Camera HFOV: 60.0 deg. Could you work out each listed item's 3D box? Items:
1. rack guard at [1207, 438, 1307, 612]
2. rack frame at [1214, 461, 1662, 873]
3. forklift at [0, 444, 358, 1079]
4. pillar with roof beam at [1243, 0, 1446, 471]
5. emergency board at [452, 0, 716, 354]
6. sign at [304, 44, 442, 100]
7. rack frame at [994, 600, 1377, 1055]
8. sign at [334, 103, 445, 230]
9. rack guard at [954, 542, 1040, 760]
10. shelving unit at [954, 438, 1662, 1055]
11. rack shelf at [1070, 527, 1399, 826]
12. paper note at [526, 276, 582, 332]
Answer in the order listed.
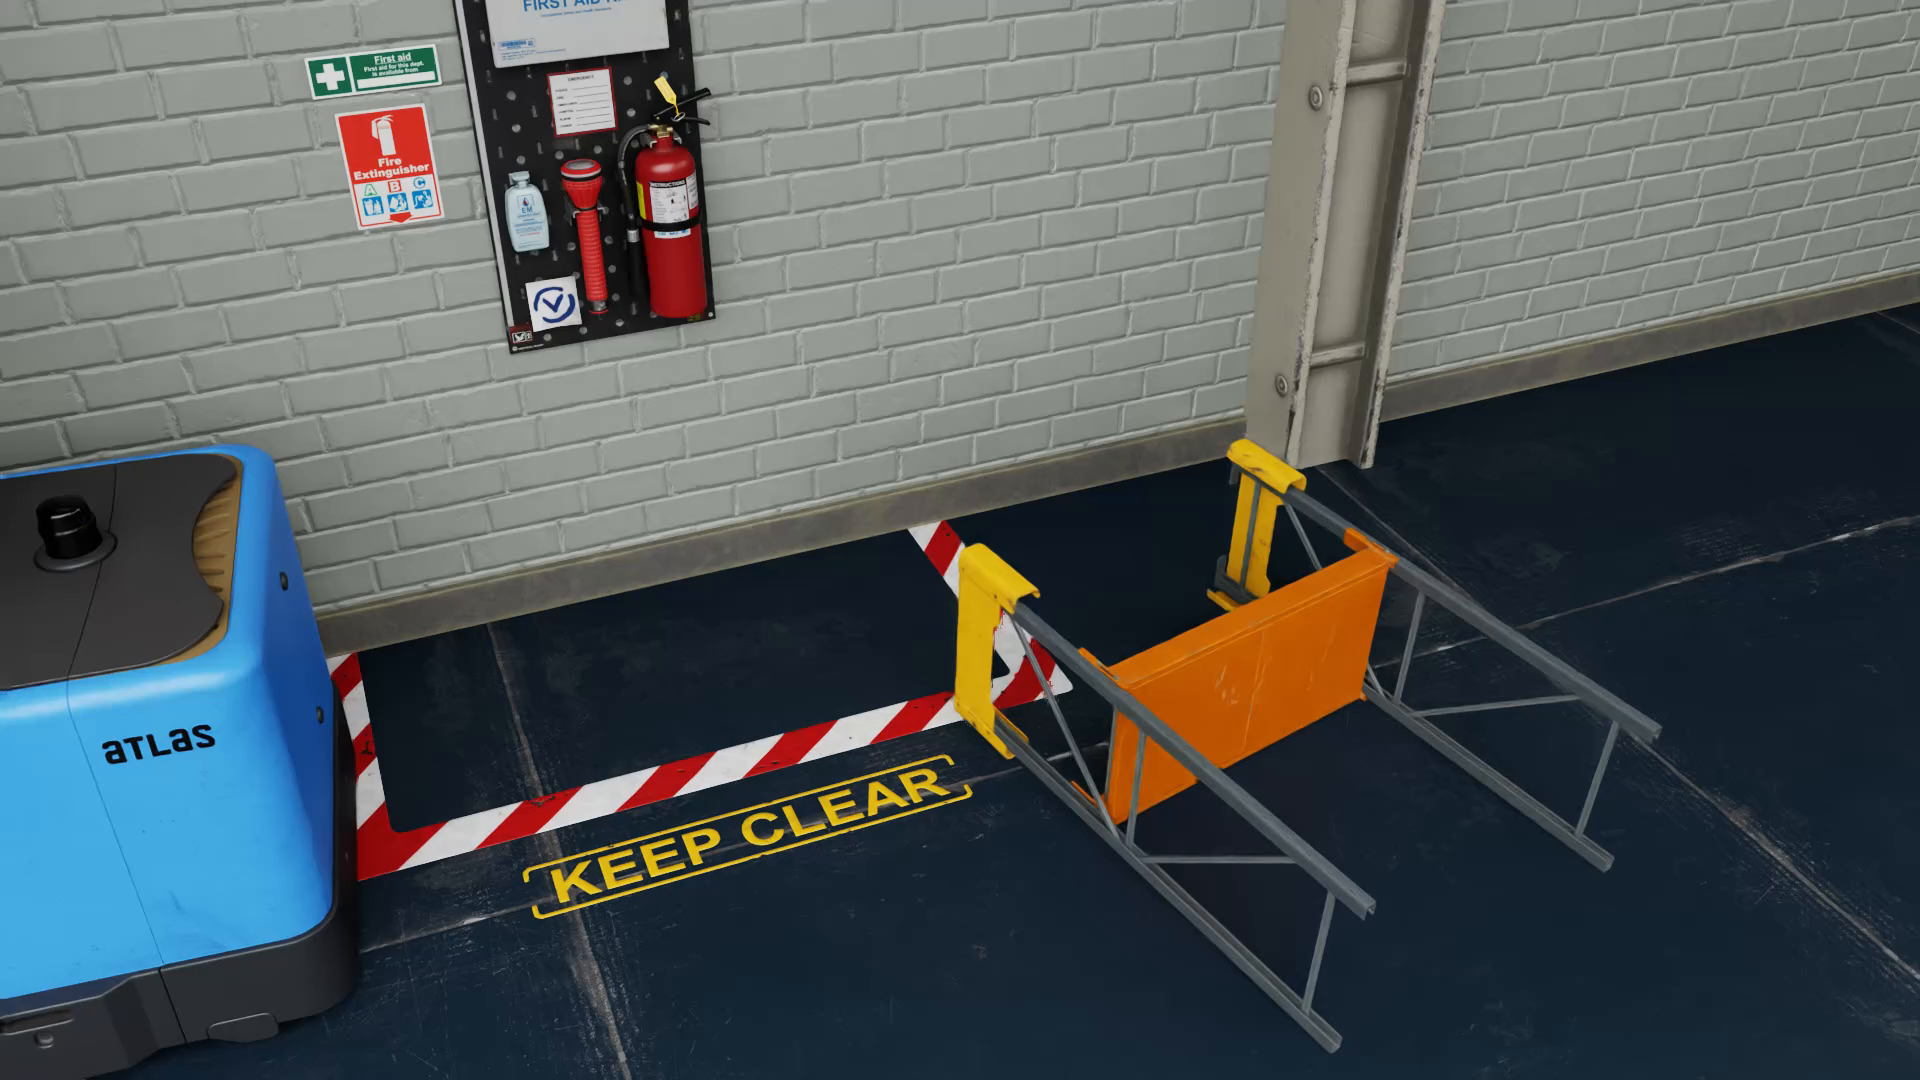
[{"bbox_3d":[0.907,-0.002,5.122,0.087,0.587,0.250,-21,42,-29],"label":"rack guard"},{"bbox_3d":[1.272,0.302,4.715,0.032,0.500,1.500,-21,42,-29],"label":"rack frame"},{"bbox_3d":[-3.023,-0.096,3.210,3.031,2.935,1.130,-10,34,-14],"label":"forklift"},{"bbox_3d":[2.961,-1.916,0.443,0.400,9.000,9.100,-13,35,-19],"label":"pillar with roof beam"},{"bbox_3d":[-0.999,-1.064,4.634,0.643,1.169,0.194,-13,35,-19],"label":"emergency board"},{"bbox_3d":[-1.541,-1.232,4.375,0.331,0.109,0.001,-13,35,-19],"label":"sign"},{"bbox_3d":[0.445,0.624,4.219,0.032,0.500,1.500,-21,42,-29],"label":"rack frame"},{"bbox_3d":[-1.548,-1.014,4.525,0.234,0.329,0.001,-13,35,-19],"label":"sign"},{"bbox_3d":[0.097,0.315,4.636,0.087,0.587,0.250,-21,42,-29],"label":"rack guard"},{"bbox_3d":[0.866,0.460,4.471,1.083,0.587,1.500,-21,42,-29],"label":"shelving unit"},{"bbox_3d":[0.754,0.376,4.584,1.000,0.538,0.185,-21,42,-29],"label":"rack shelf"},{"bbox_3d":[-1.189,-0.692,4.870,0.142,0.148,0.016,-13,35,-19],"label":"paper note"}]
